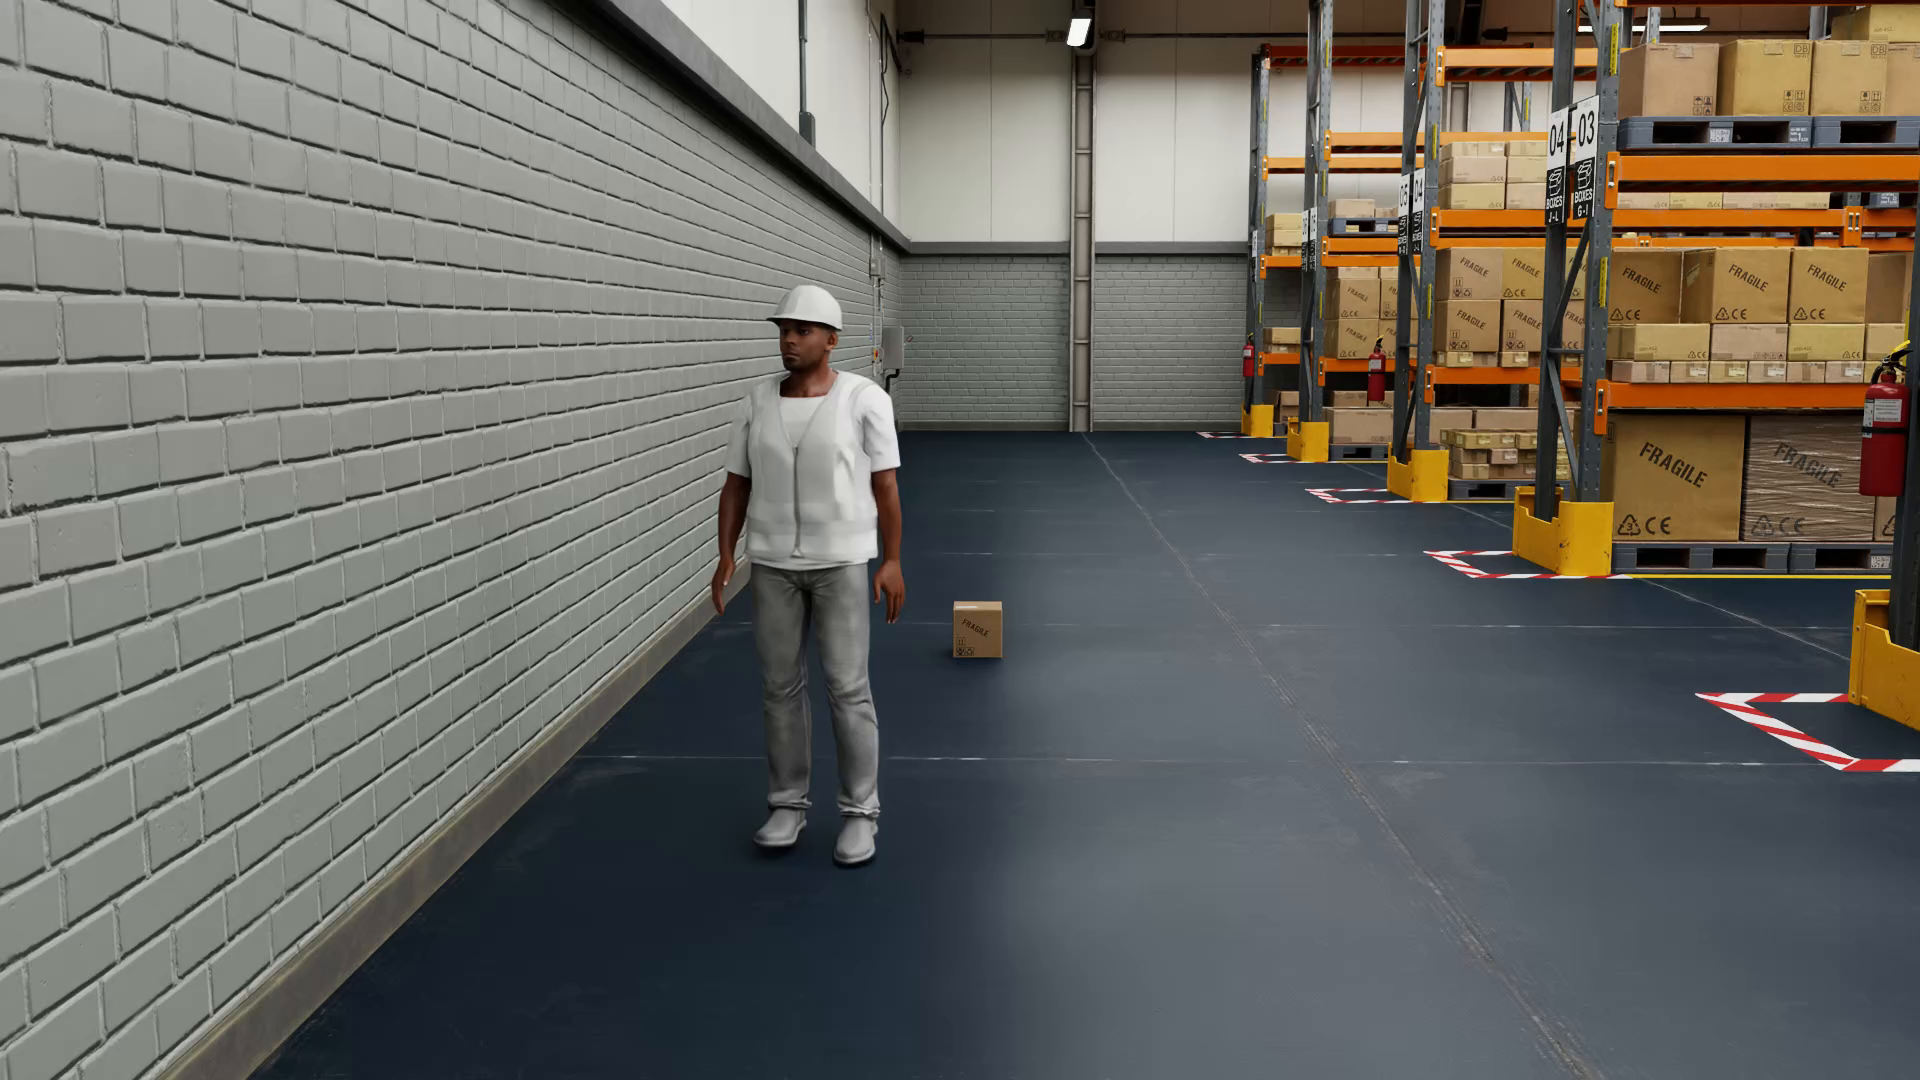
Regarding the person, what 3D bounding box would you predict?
[{"bbox_3d":[-0.483,0.092,5.273,0.603,1.786,0.446,1,7,11],"label":"person"}]
